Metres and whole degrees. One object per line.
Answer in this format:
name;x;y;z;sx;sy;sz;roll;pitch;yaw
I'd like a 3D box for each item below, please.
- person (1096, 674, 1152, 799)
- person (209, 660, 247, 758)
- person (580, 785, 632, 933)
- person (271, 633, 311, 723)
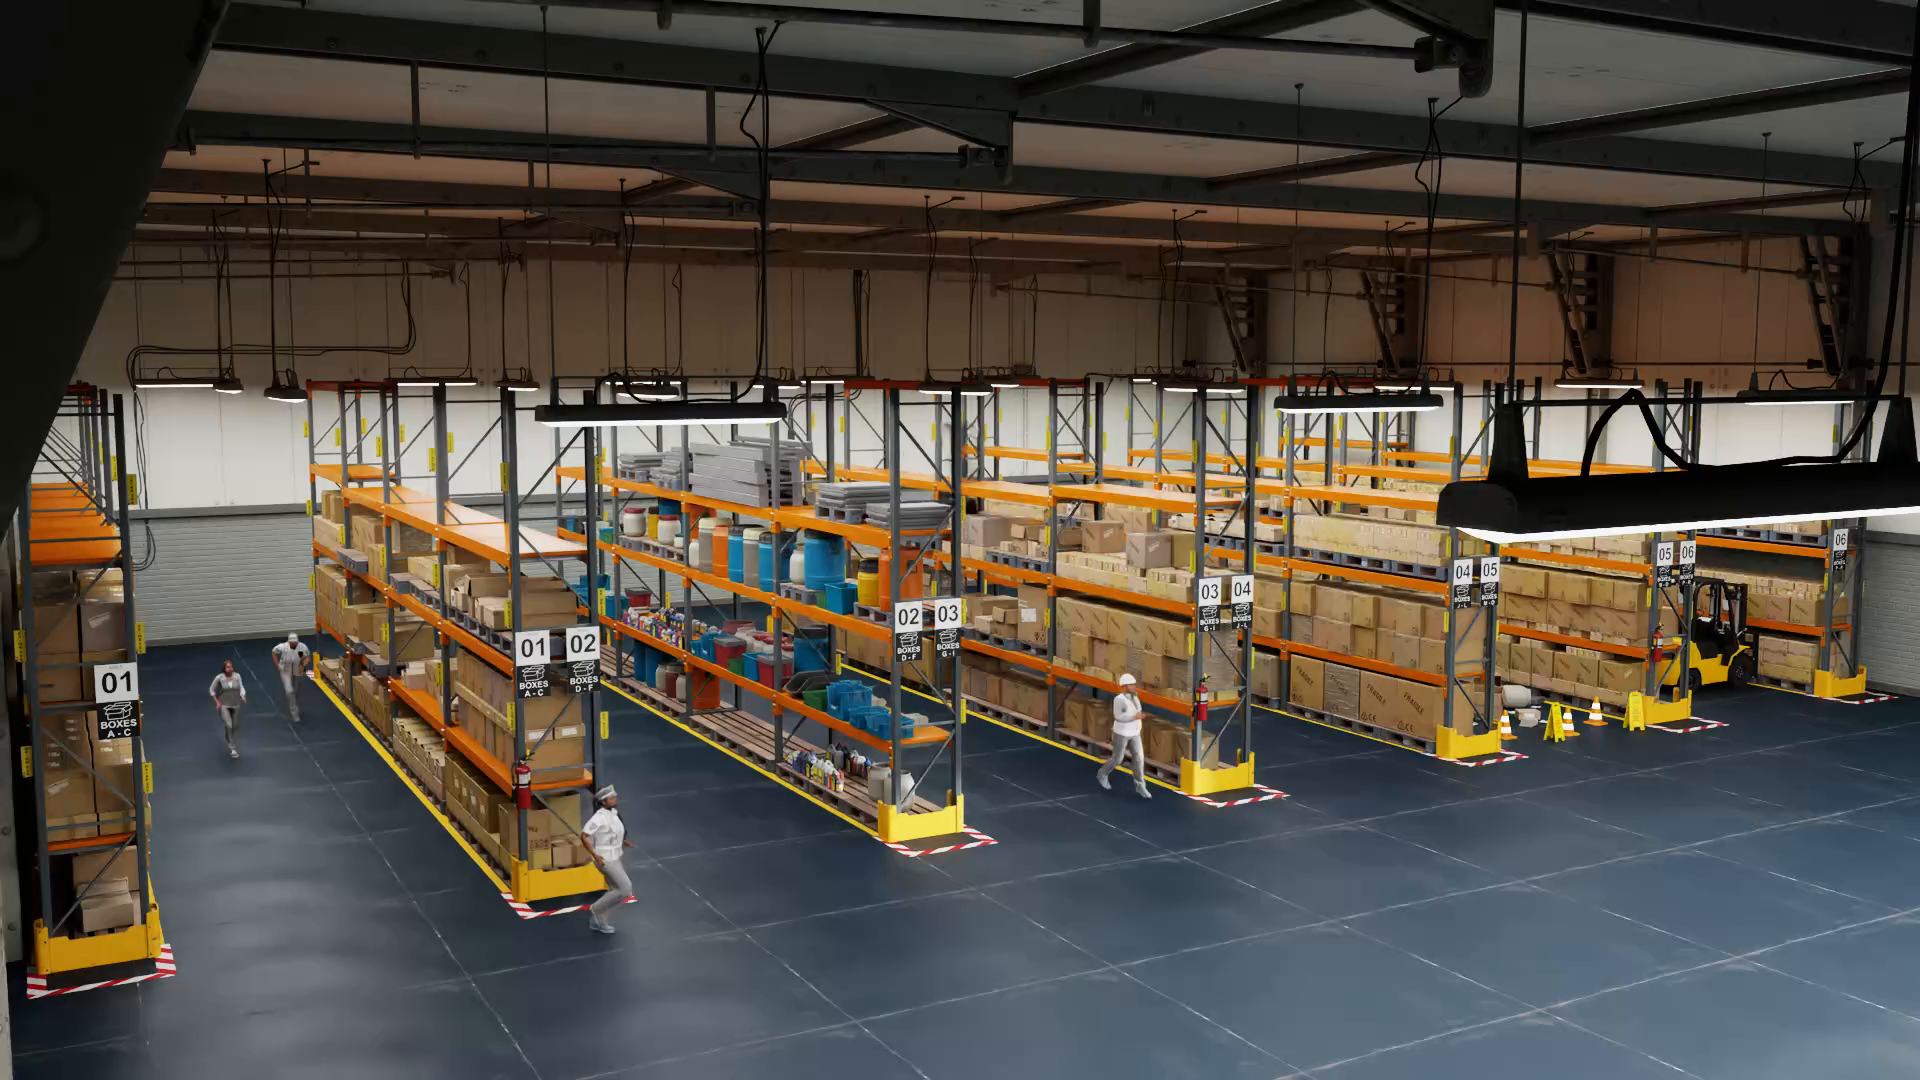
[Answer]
person;2.416;2.835;24.344;0.645;1.783;0.948;-6;9;-44
person;-11.873;2.710;26.947;0.526;1.557;0.745;-5;8;-38
person;-3.892;3.548;18.515;0.513;1.650;0.575;1;6;5
person;-11.933;2.416;29.691;0.641;1.627;1.019;-3;7;-26
